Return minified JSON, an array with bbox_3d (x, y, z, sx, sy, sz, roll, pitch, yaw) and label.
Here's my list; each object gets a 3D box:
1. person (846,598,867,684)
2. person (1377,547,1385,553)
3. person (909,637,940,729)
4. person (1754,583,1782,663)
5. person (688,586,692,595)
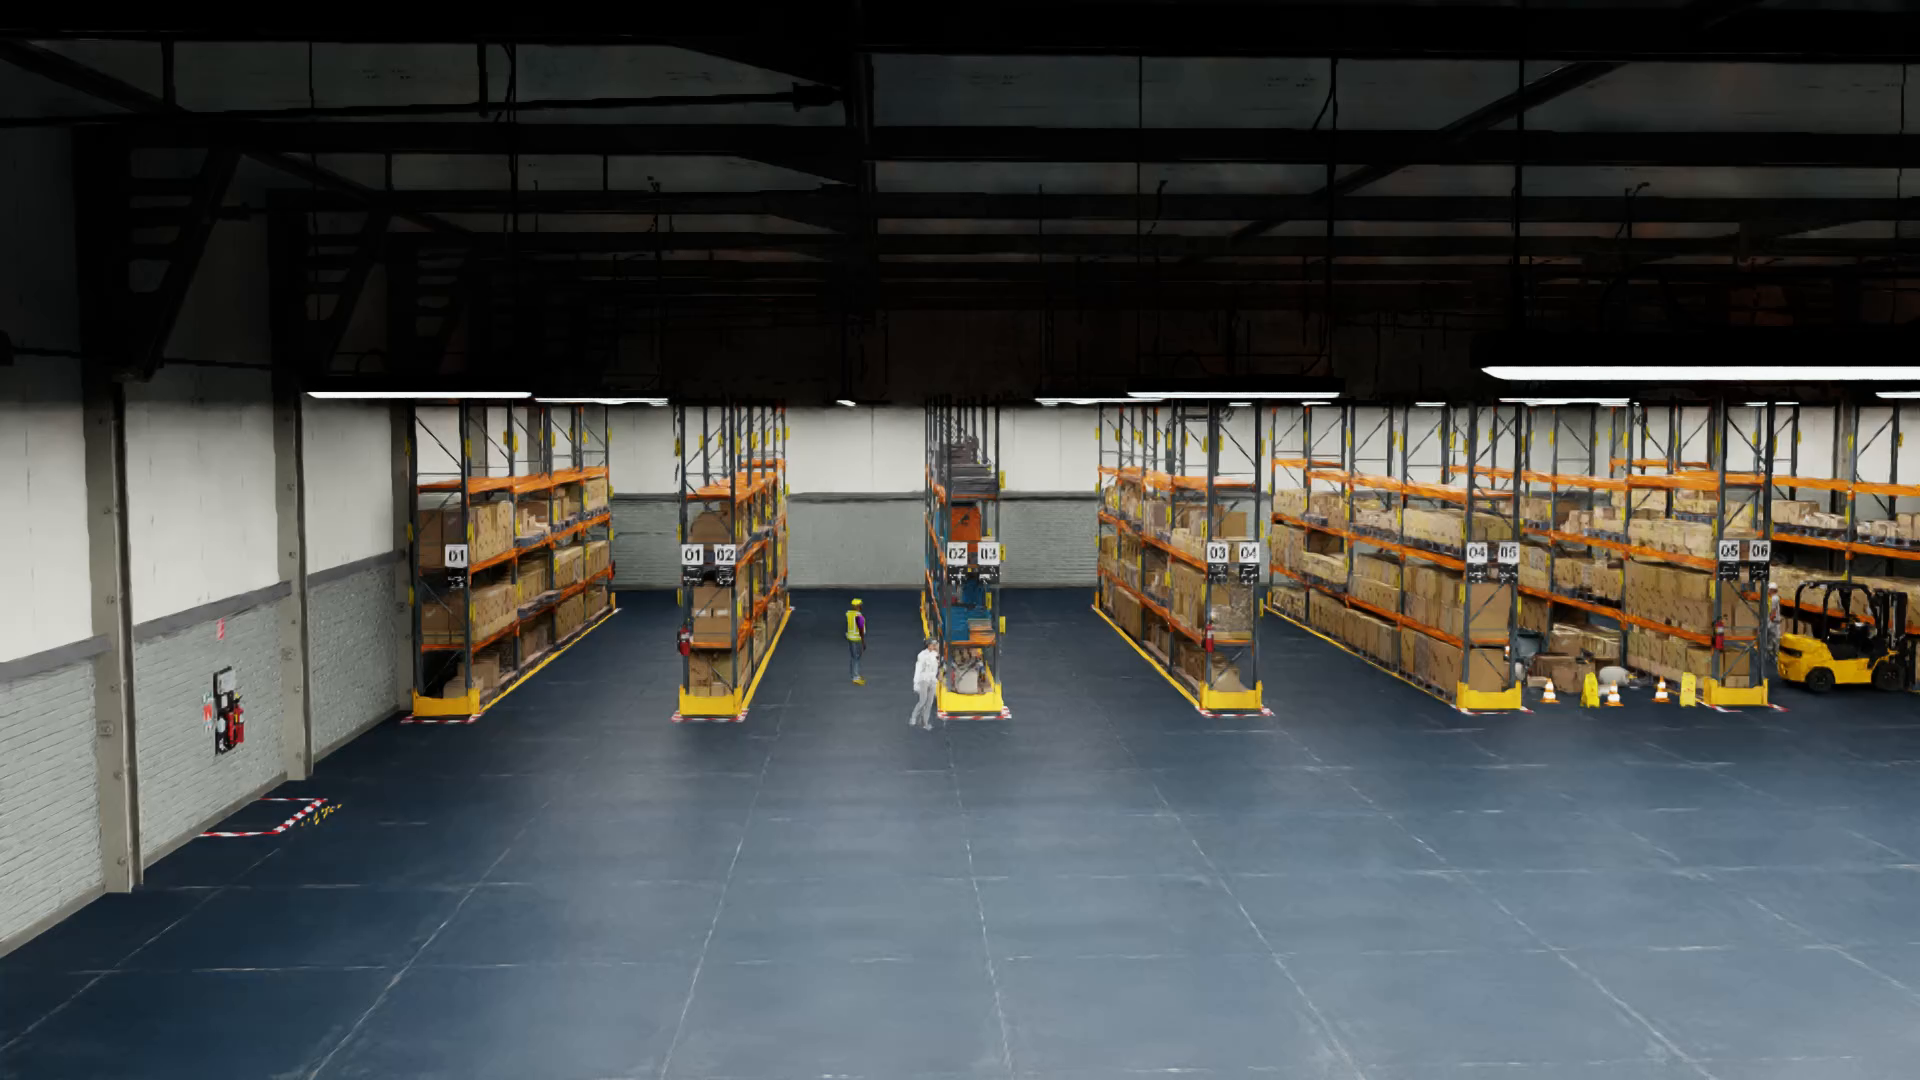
[{"bbox_3d":[-2.122,2.079,34.705,0.463,1.772,0.649,-3,5,-32],"label":"person"},{"bbox_3d":[12.336,1.027,48.735,0.432,1.675,0.544,2,5,20],"label":"person"},{"bbox_3d":[-0.631,2.542,29.773,0.530,1.671,0.519,-4,6,-40],"label":"person"},{"bbox_3d":[18.306,1.848,37.574,0.588,1.784,0.666,2,5,22],"label":"person"},{"bbox_3d":[-7.931,0.980,49.257,0.540,1.718,0.734,4,6,44],"label":"person"}]
